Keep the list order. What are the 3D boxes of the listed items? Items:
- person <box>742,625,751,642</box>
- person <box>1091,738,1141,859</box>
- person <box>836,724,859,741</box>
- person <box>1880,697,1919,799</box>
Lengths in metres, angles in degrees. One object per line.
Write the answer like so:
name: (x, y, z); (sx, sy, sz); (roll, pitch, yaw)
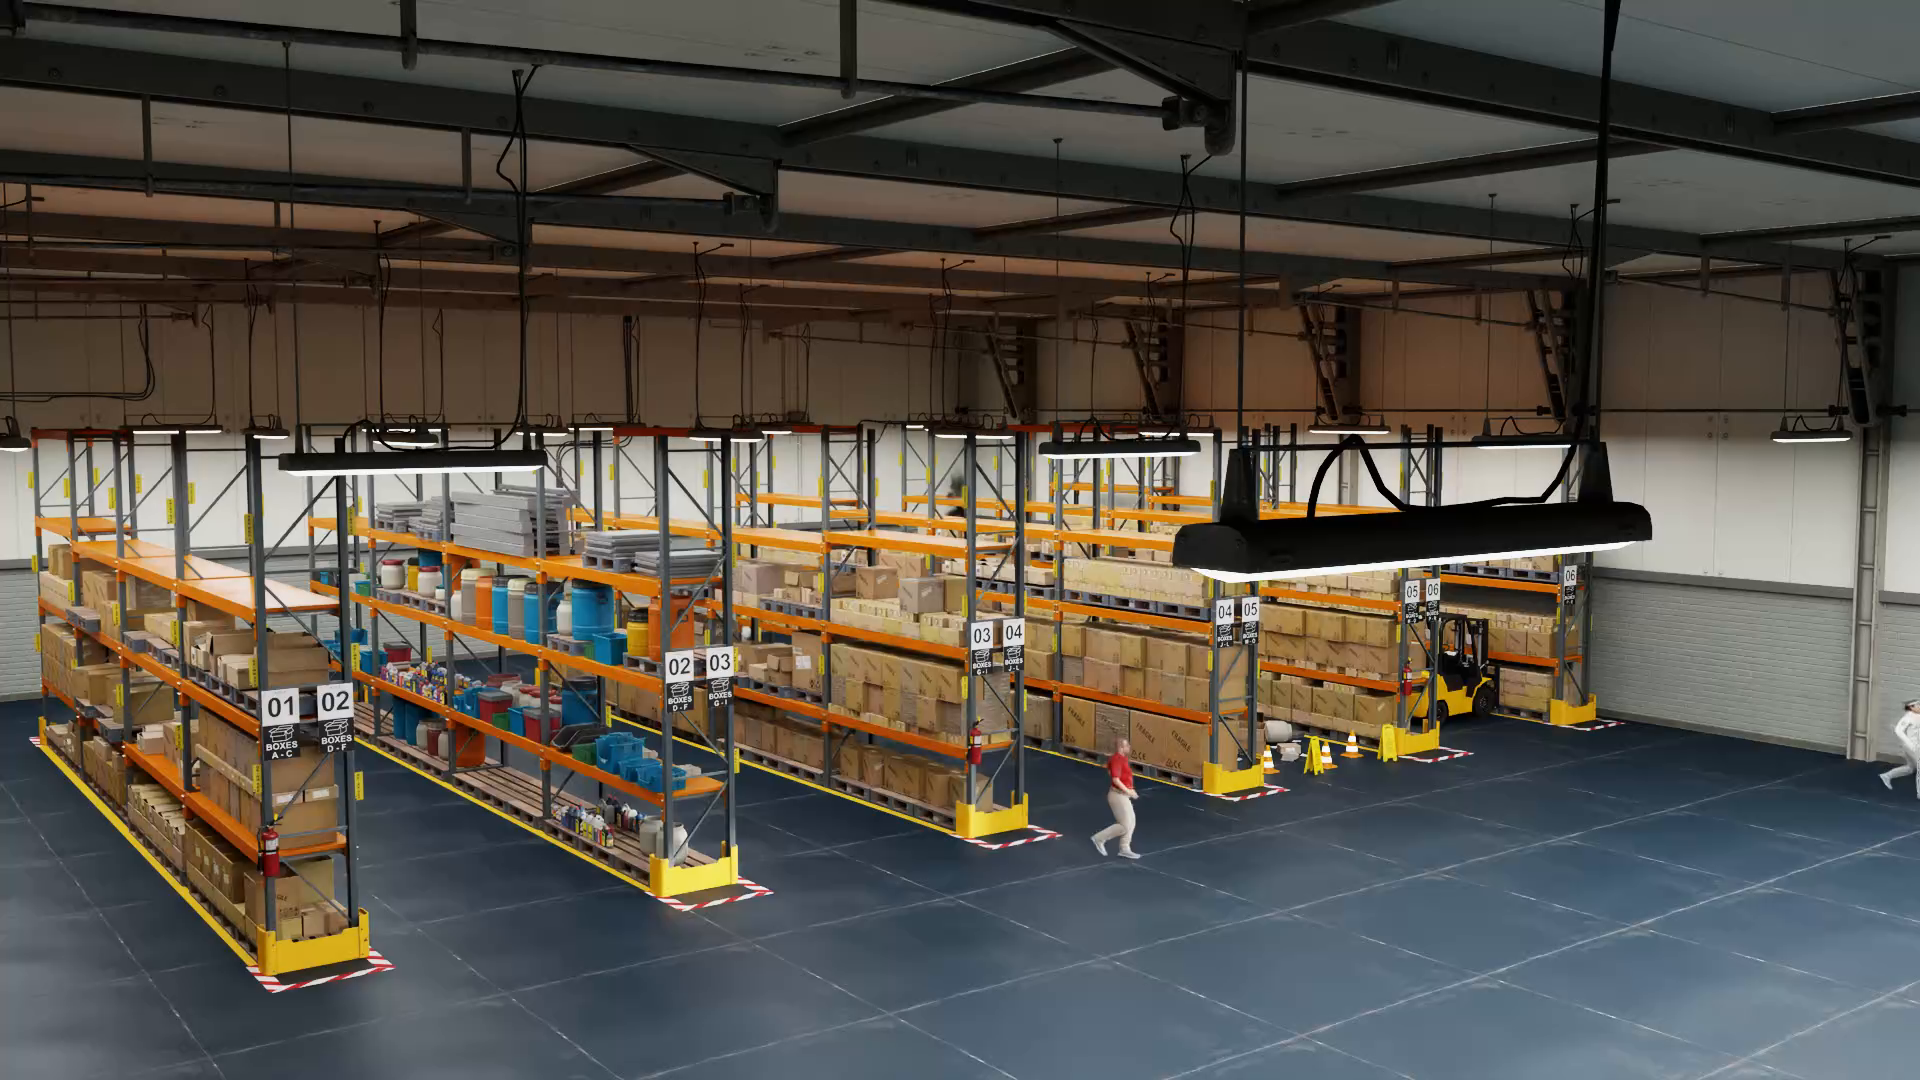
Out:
person: (-5.343, 2.196, 41.908); (0.558, 1.735, 0.739); (-3, 6, -37)
person: (2.204, 3.649, 23.474); (0.709, 1.717, 0.688); (0, 4, 1)
person: (-2.092, 2.977, 31.750); (0.603, 1.743, 0.656); (4, 6, 43)
person: (15.445, 3.362, 27.020); (0.857, 1.669, 0.643); (4, 6, 42)
